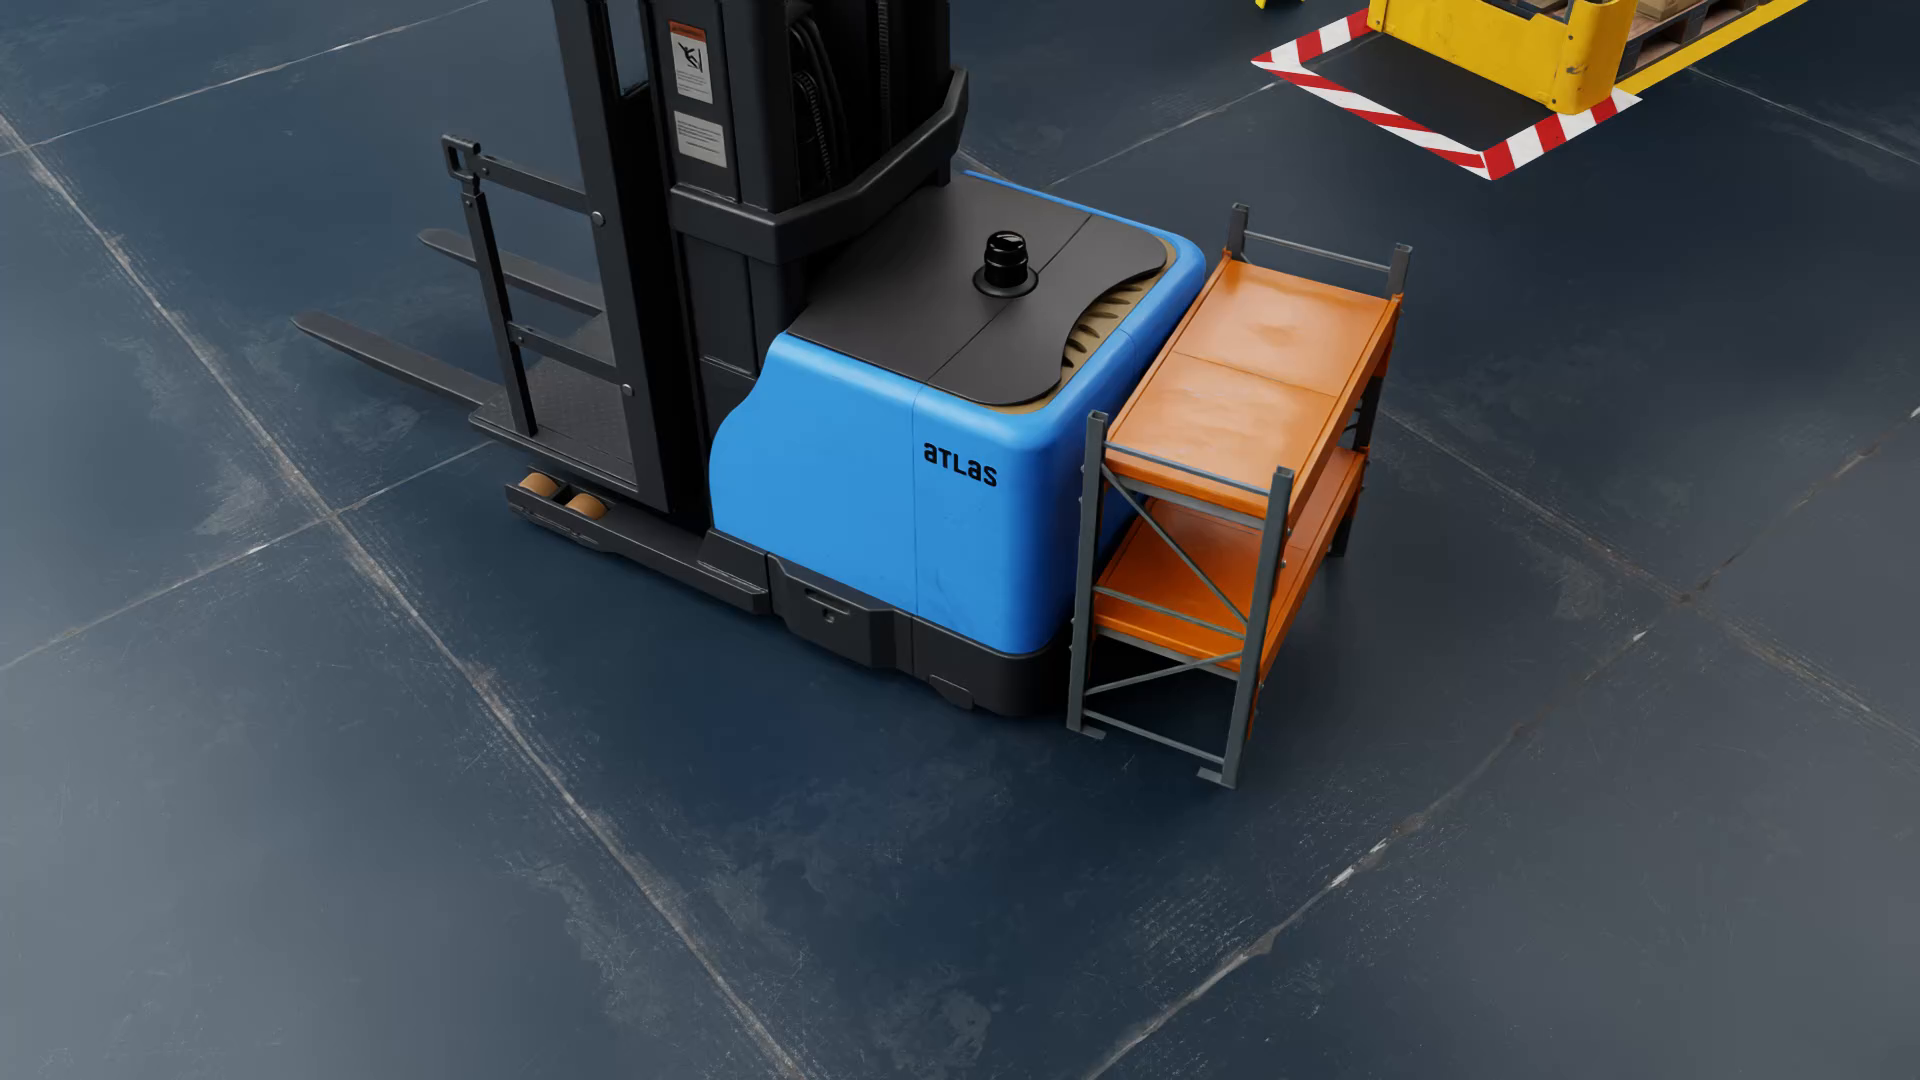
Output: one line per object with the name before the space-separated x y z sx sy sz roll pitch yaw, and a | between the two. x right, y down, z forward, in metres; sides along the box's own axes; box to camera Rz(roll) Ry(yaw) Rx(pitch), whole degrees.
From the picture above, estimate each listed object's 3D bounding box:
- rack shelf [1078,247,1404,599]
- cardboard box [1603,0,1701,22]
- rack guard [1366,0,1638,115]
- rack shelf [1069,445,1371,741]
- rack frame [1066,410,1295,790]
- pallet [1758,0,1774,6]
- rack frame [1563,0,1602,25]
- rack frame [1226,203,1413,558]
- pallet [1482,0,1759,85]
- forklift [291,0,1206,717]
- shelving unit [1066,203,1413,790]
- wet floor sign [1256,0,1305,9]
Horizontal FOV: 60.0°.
rack shelf | 0.755 -0.340 4.363 0.538 0.278 1.000 19 46 19
cardboard box | 3.135 -2.627 7.558 0.500 0.250 0.500 -30 51 -28
rack guard | 2.397 -2.389 7.429 0.348 0.500 1.175 -30 51 -28
rack shelf | 0.755 0.052 4.730 0.538 0.278 1.000 19 46 19
rack frame | 0.531 0.186 4.230 0.500 1.125 0.032 19 46 19
pallet | 3.978 -3.155 8.455 1.213 0.211 1.003 -30 51 -28
rack frame | 2.339 -3.267 6.537 0.127 3.000 1.000 -30 51 -28
rack frame | 0.979 -0.439 4.896 0.500 1.125 0.032 19 46 19
pallet | 3.043 -2.622 7.888 1.213 0.211 1.003 -30 51 -28
forklift | -0.840 -1.335 4.530 3.031 2.935 1.130 22 48 22
shelving unit | 0.755 -0.127 4.563 0.538 1.125 1.048 19 46 19
wet floor sign | 1.507 -2.887 7.853 0.232 0.644 0.267 -14 45 -14
